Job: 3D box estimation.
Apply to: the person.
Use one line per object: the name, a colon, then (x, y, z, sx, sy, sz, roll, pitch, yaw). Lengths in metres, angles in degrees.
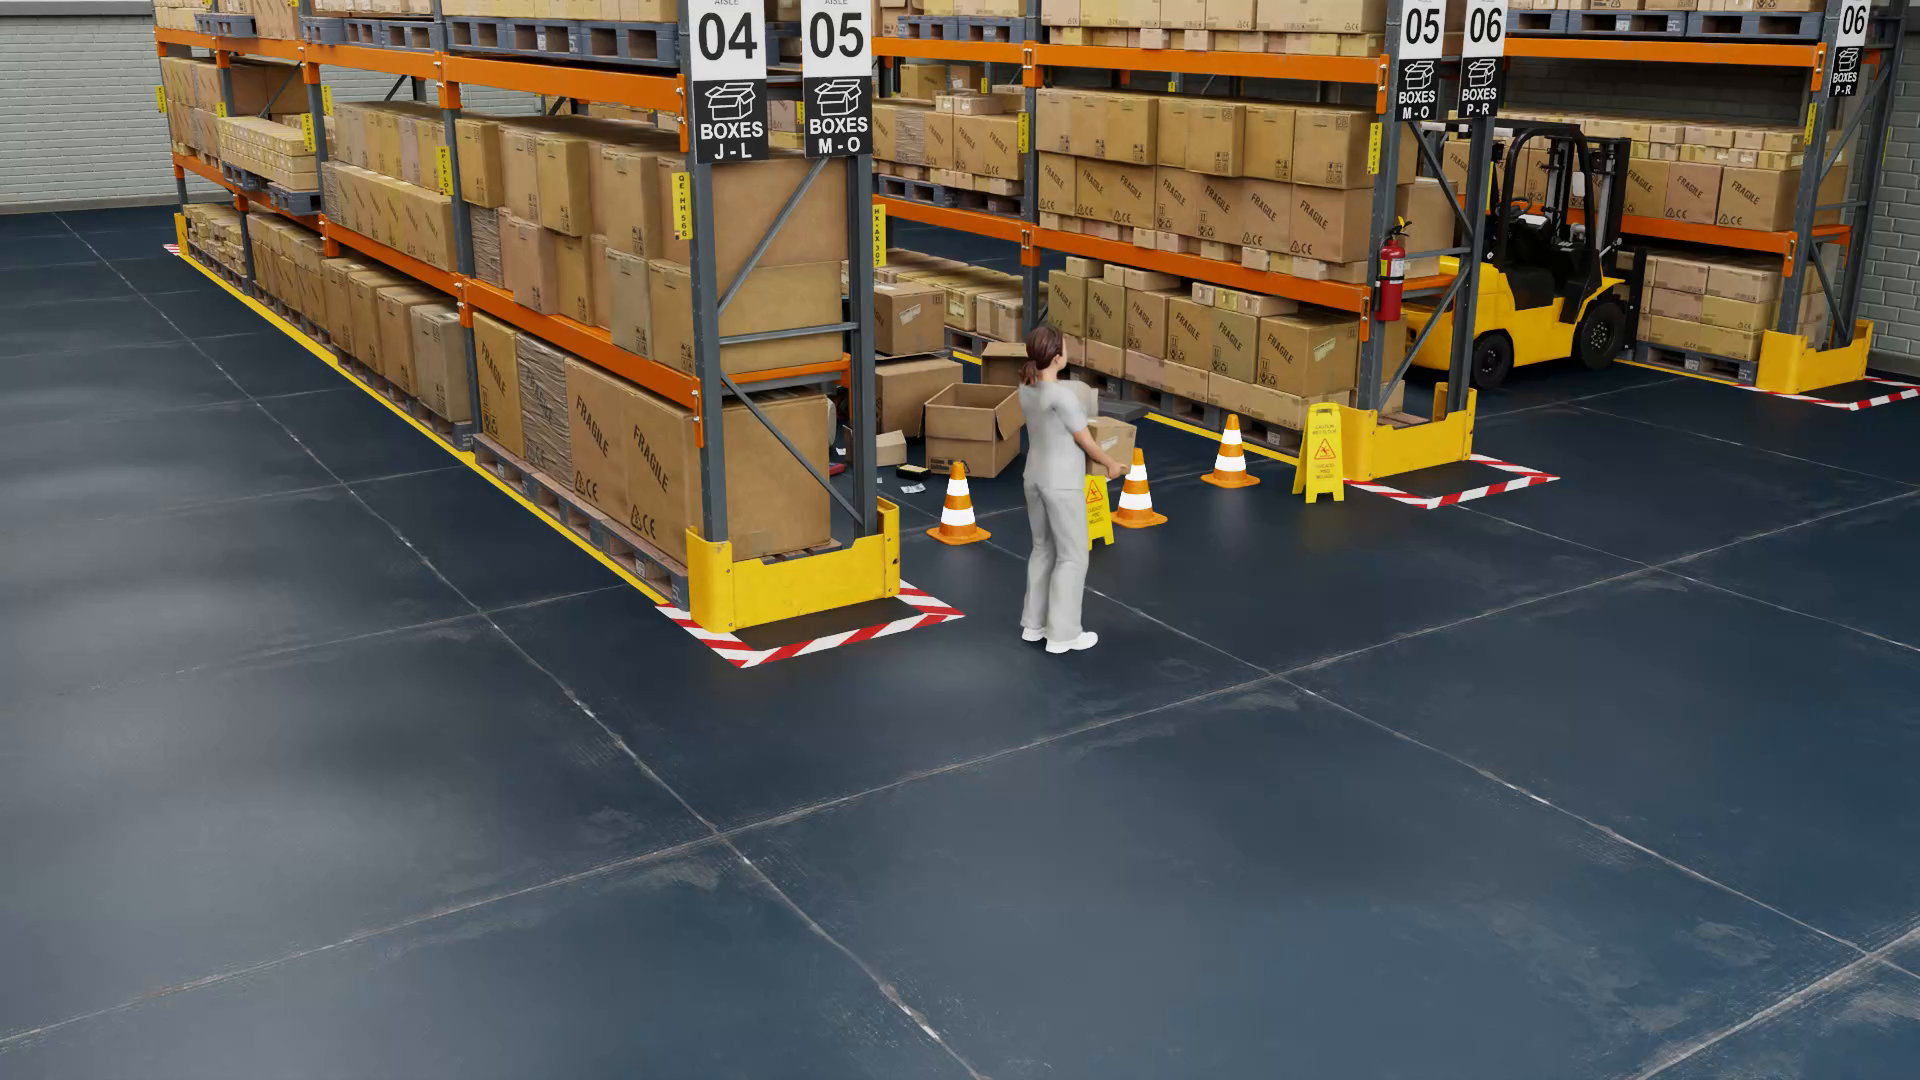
person: (0.538, -0.271, 8.404, 0.558, 1.664, 0.436, -11, 21, -30)
